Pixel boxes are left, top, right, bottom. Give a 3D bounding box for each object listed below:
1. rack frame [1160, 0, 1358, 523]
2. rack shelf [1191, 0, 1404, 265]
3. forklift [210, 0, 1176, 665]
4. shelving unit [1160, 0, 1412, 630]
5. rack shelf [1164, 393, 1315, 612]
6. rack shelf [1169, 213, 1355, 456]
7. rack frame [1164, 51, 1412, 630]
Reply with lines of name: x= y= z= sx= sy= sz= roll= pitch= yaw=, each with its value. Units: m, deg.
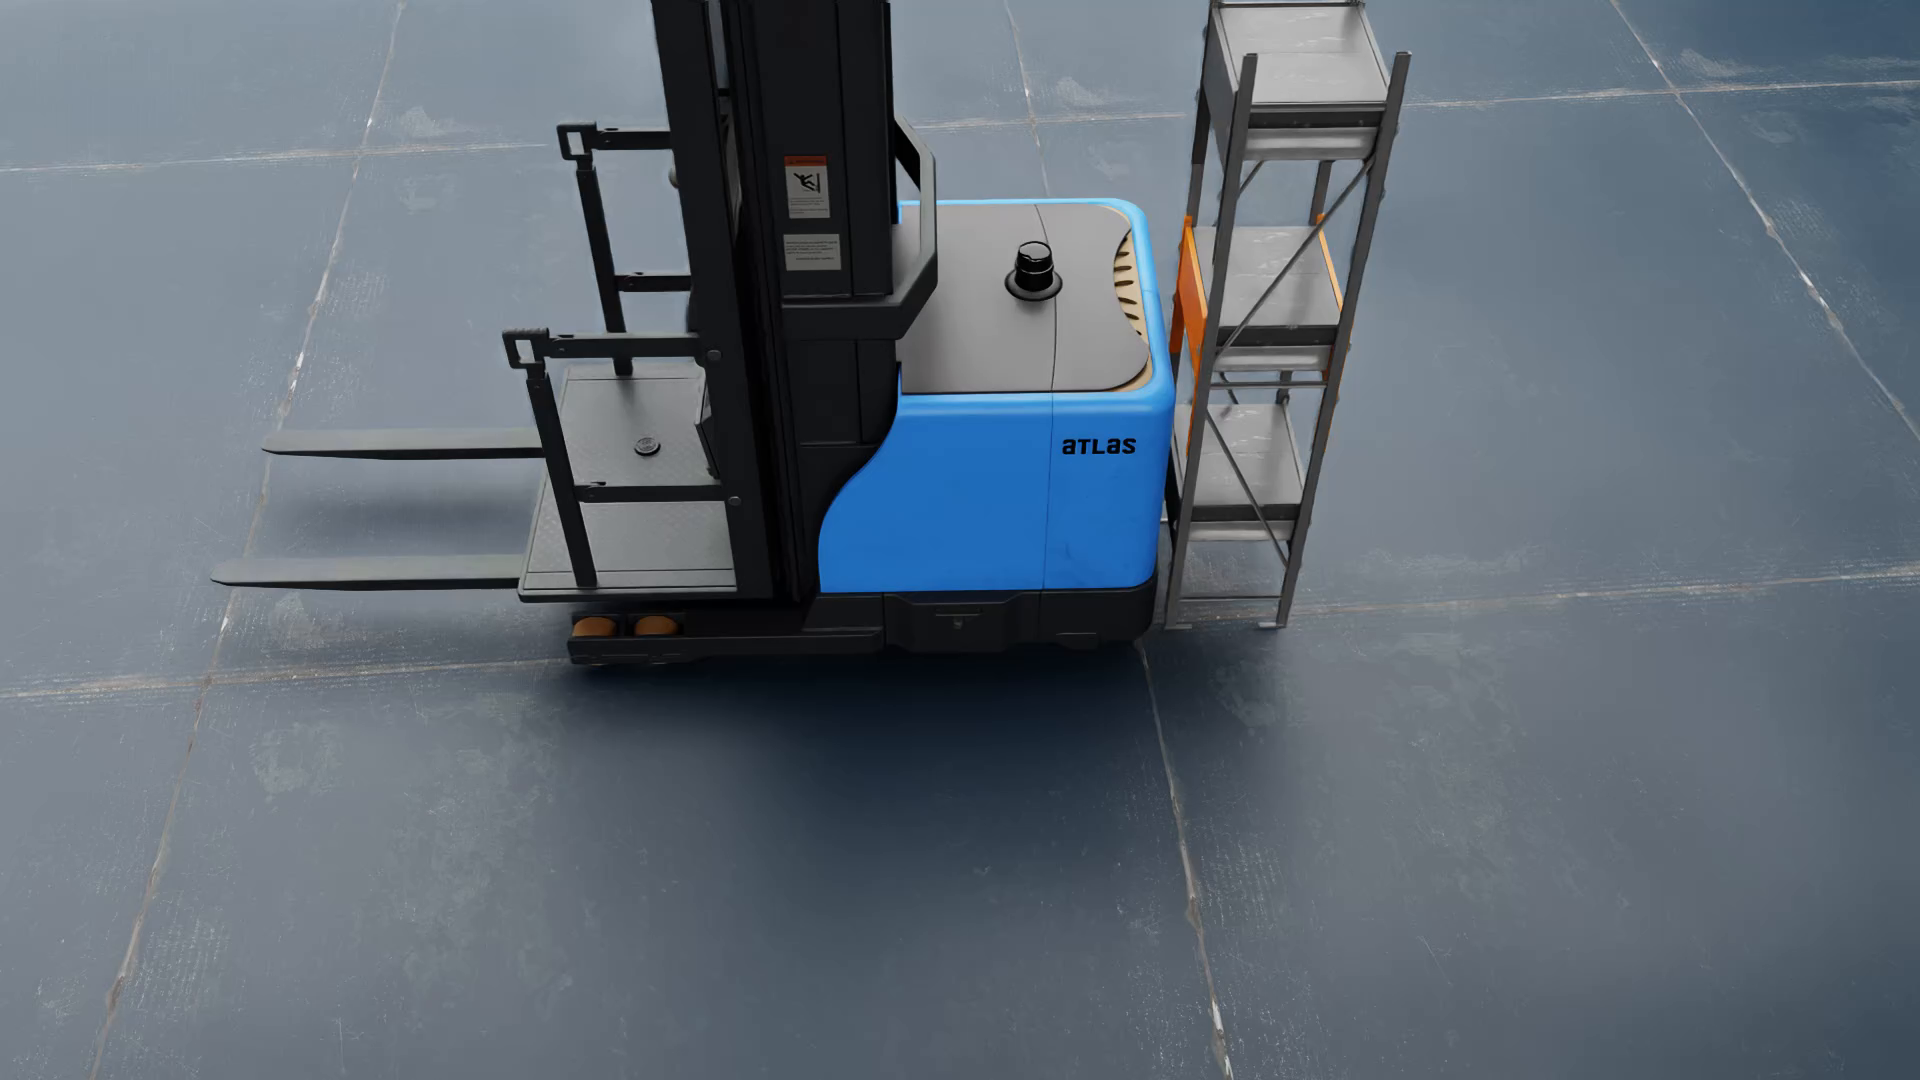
rack frame: x=0.862 y=-0.789 z=5.051 sx=0.400 sy=2.100 sz=0.015 roll=-1 pitch=47 yaw=-1
rack shelf: x=0.868 y=-1.084 z=4.385 sx=0.431 sy=0.518 sz=0.480 roll=-1 pitch=47 yaw=-1
forklift: x=-0.897 y=-0.994 z=4.672 sx=3.031 sy=2.935 sz=1.130 roll=-1 pitch=47 yaw=-1
shelving unit: x=0.868 y=-0.612 z=4.883 sx=0.431 sy=2.100 sz=0.503 roll=-1 pitch=47 yaw=-1
rack shelf: x=0.867 y=-0.121 z=5.401 sx=0.431 sy=0.518 sz=0.480 roll=-1 pitch=47 yaw=-1
rack shelf: x=0.868 y=-0.602 z=4.893 sx=0.431 sy=0.518 sz=0.480 roll=-1 pitch=47 yaw=-1
rack frame: x=0.873 y=-0.435 z=4.715 sx=0.400 sy=2.100 sz=0.015 roll=-1 pitch=47 yaw=-1
